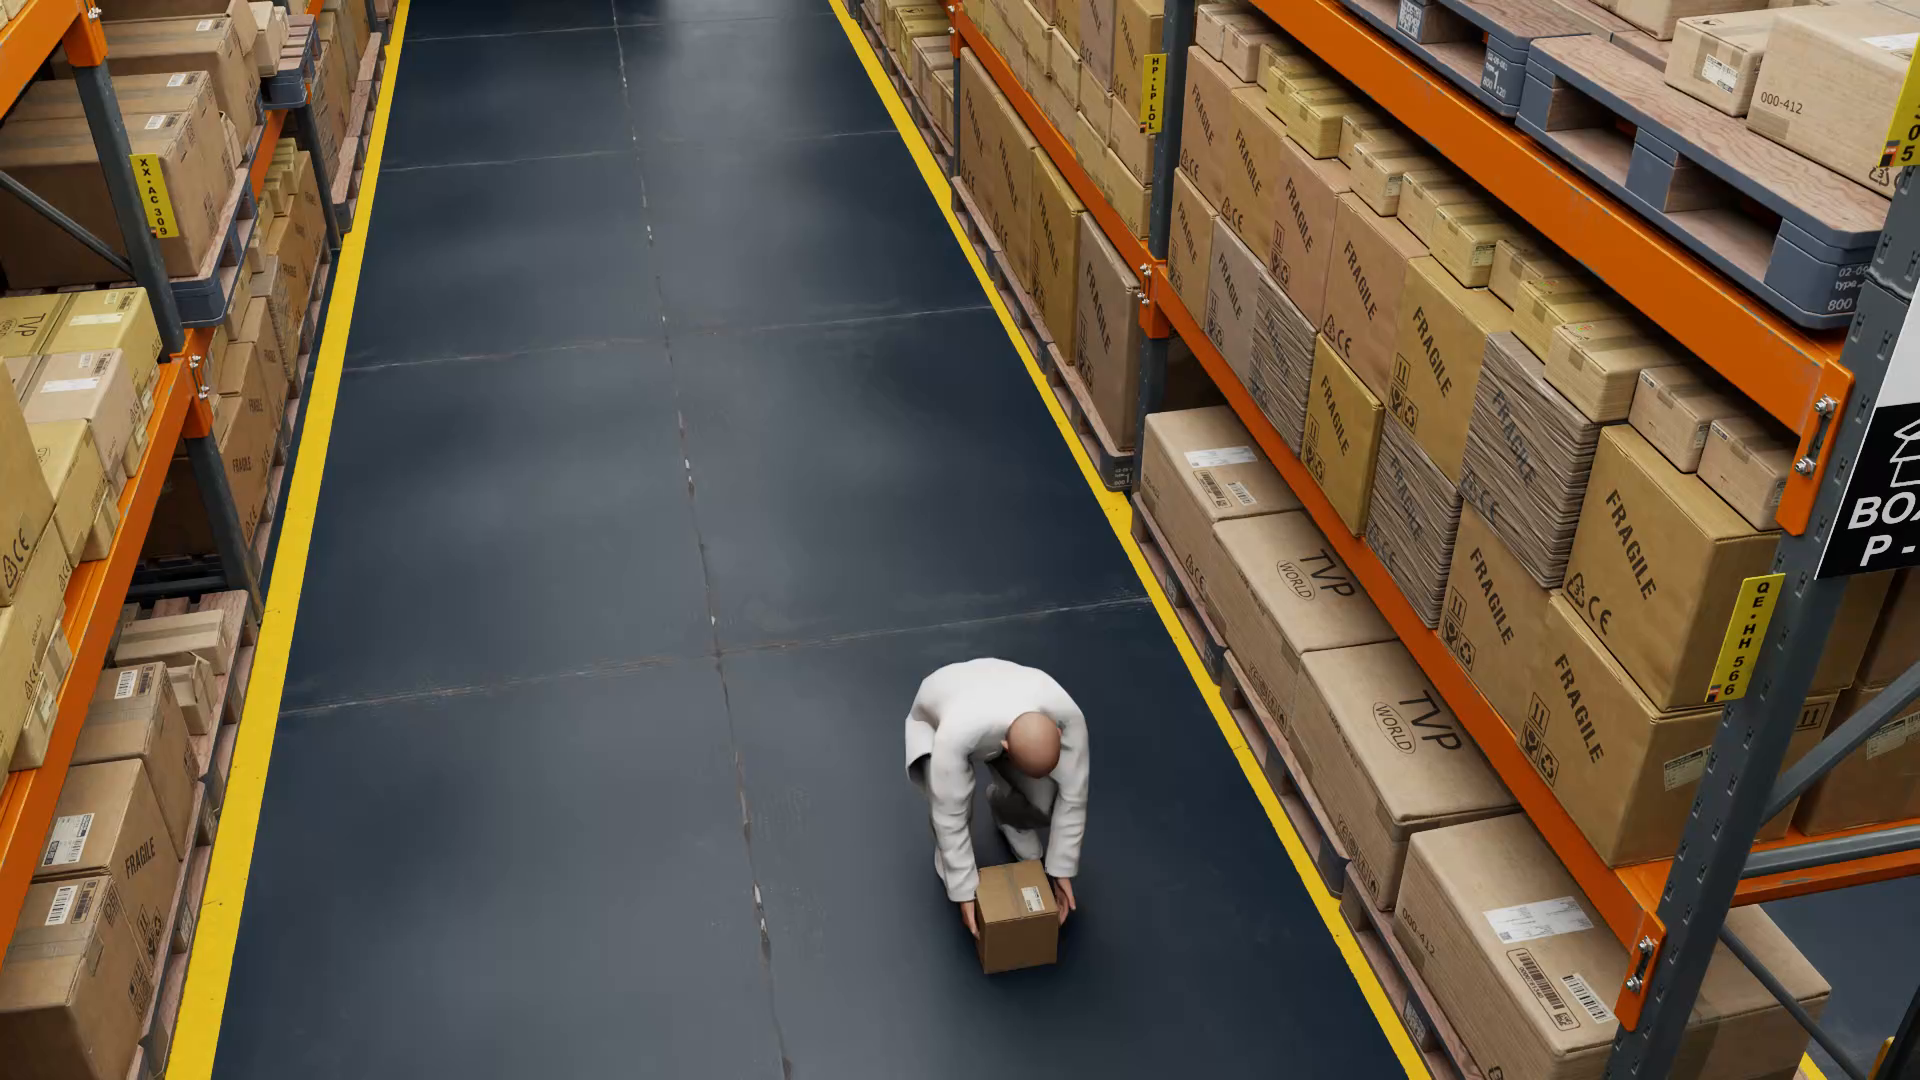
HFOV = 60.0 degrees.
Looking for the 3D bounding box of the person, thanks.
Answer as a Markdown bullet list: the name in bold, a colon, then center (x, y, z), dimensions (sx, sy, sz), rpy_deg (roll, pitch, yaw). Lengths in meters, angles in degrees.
- **person**: center (0.093, 0.400, 5.566), dimensions (0.528, 1.772, 0.560), rpy_deg (-7, 34, -10)
